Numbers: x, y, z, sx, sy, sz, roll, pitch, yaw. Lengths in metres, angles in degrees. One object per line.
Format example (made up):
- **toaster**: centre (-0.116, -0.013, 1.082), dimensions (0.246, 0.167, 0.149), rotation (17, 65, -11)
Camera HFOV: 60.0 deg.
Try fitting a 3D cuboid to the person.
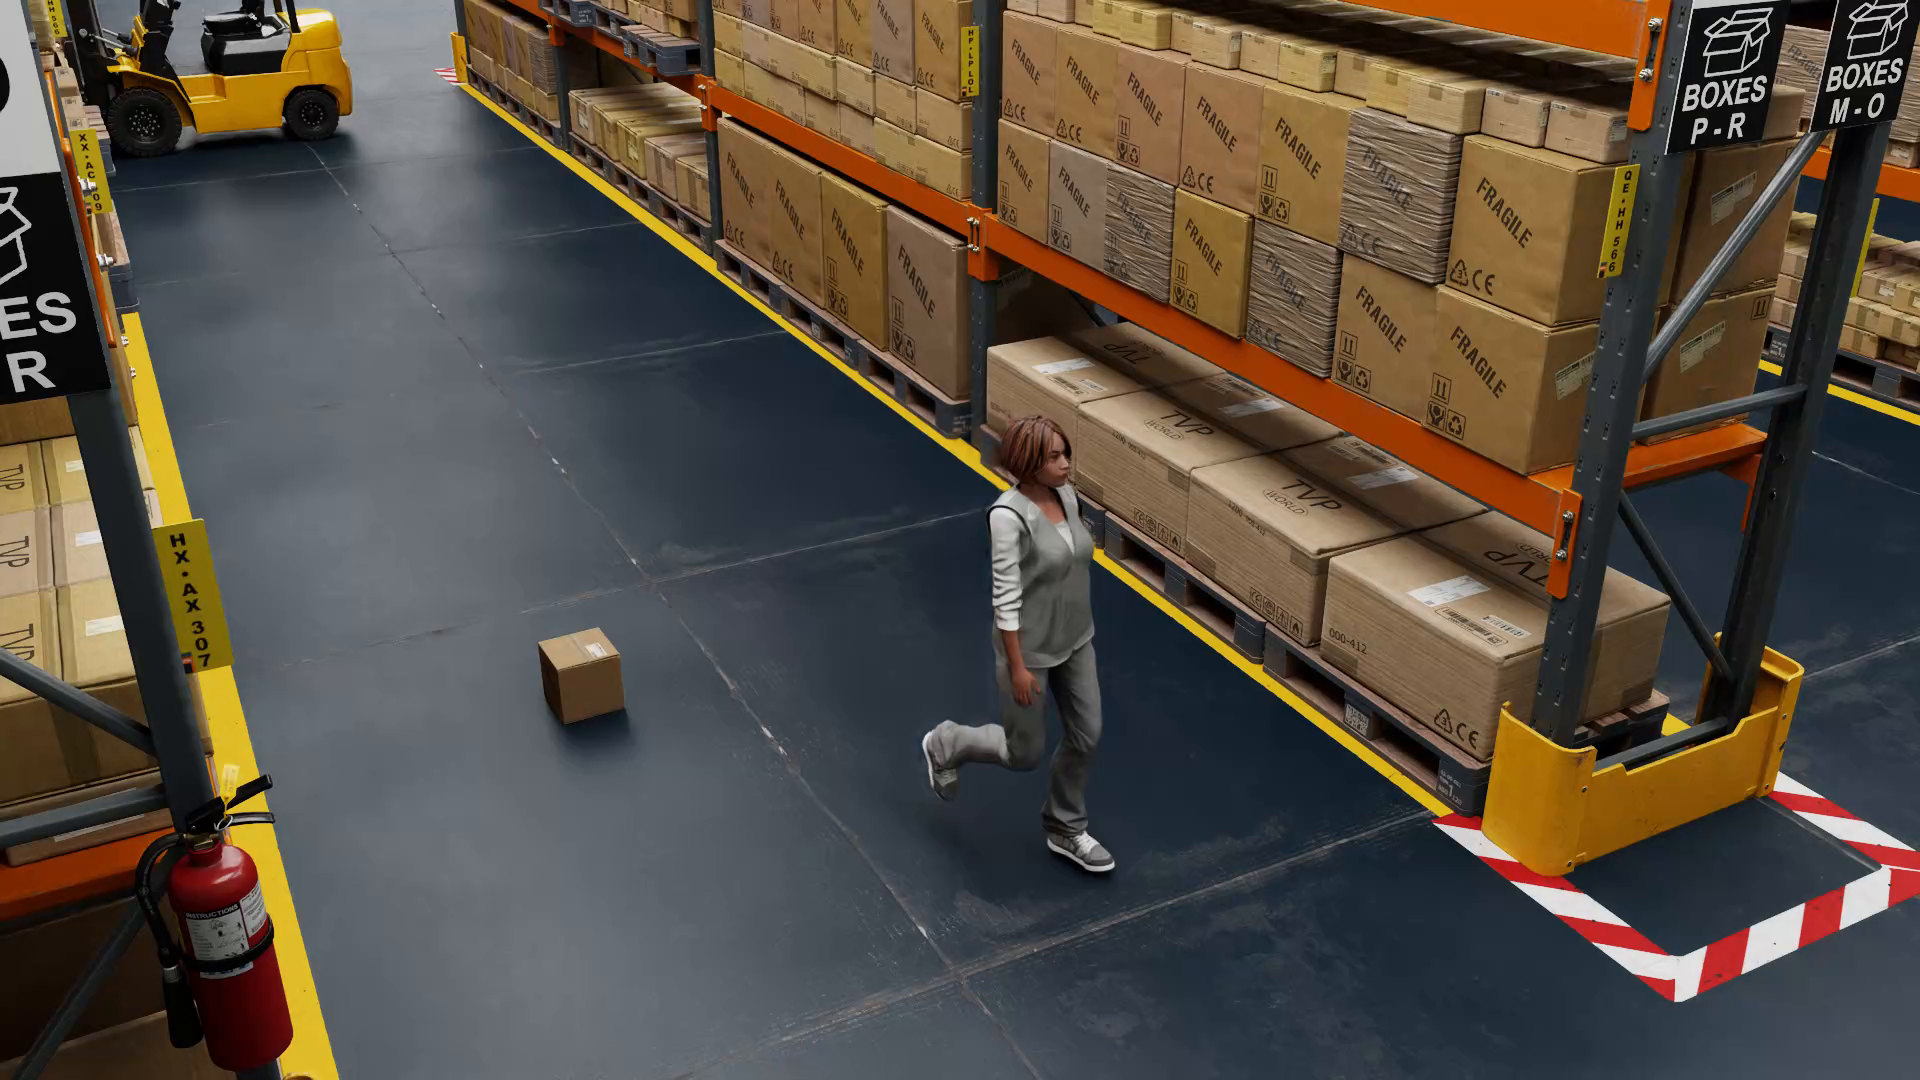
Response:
- **person**: centre (0.213, 0.372, 5.443), dimensions (0.717, 1.472, 0.400), rotation (22, 34, 38)
